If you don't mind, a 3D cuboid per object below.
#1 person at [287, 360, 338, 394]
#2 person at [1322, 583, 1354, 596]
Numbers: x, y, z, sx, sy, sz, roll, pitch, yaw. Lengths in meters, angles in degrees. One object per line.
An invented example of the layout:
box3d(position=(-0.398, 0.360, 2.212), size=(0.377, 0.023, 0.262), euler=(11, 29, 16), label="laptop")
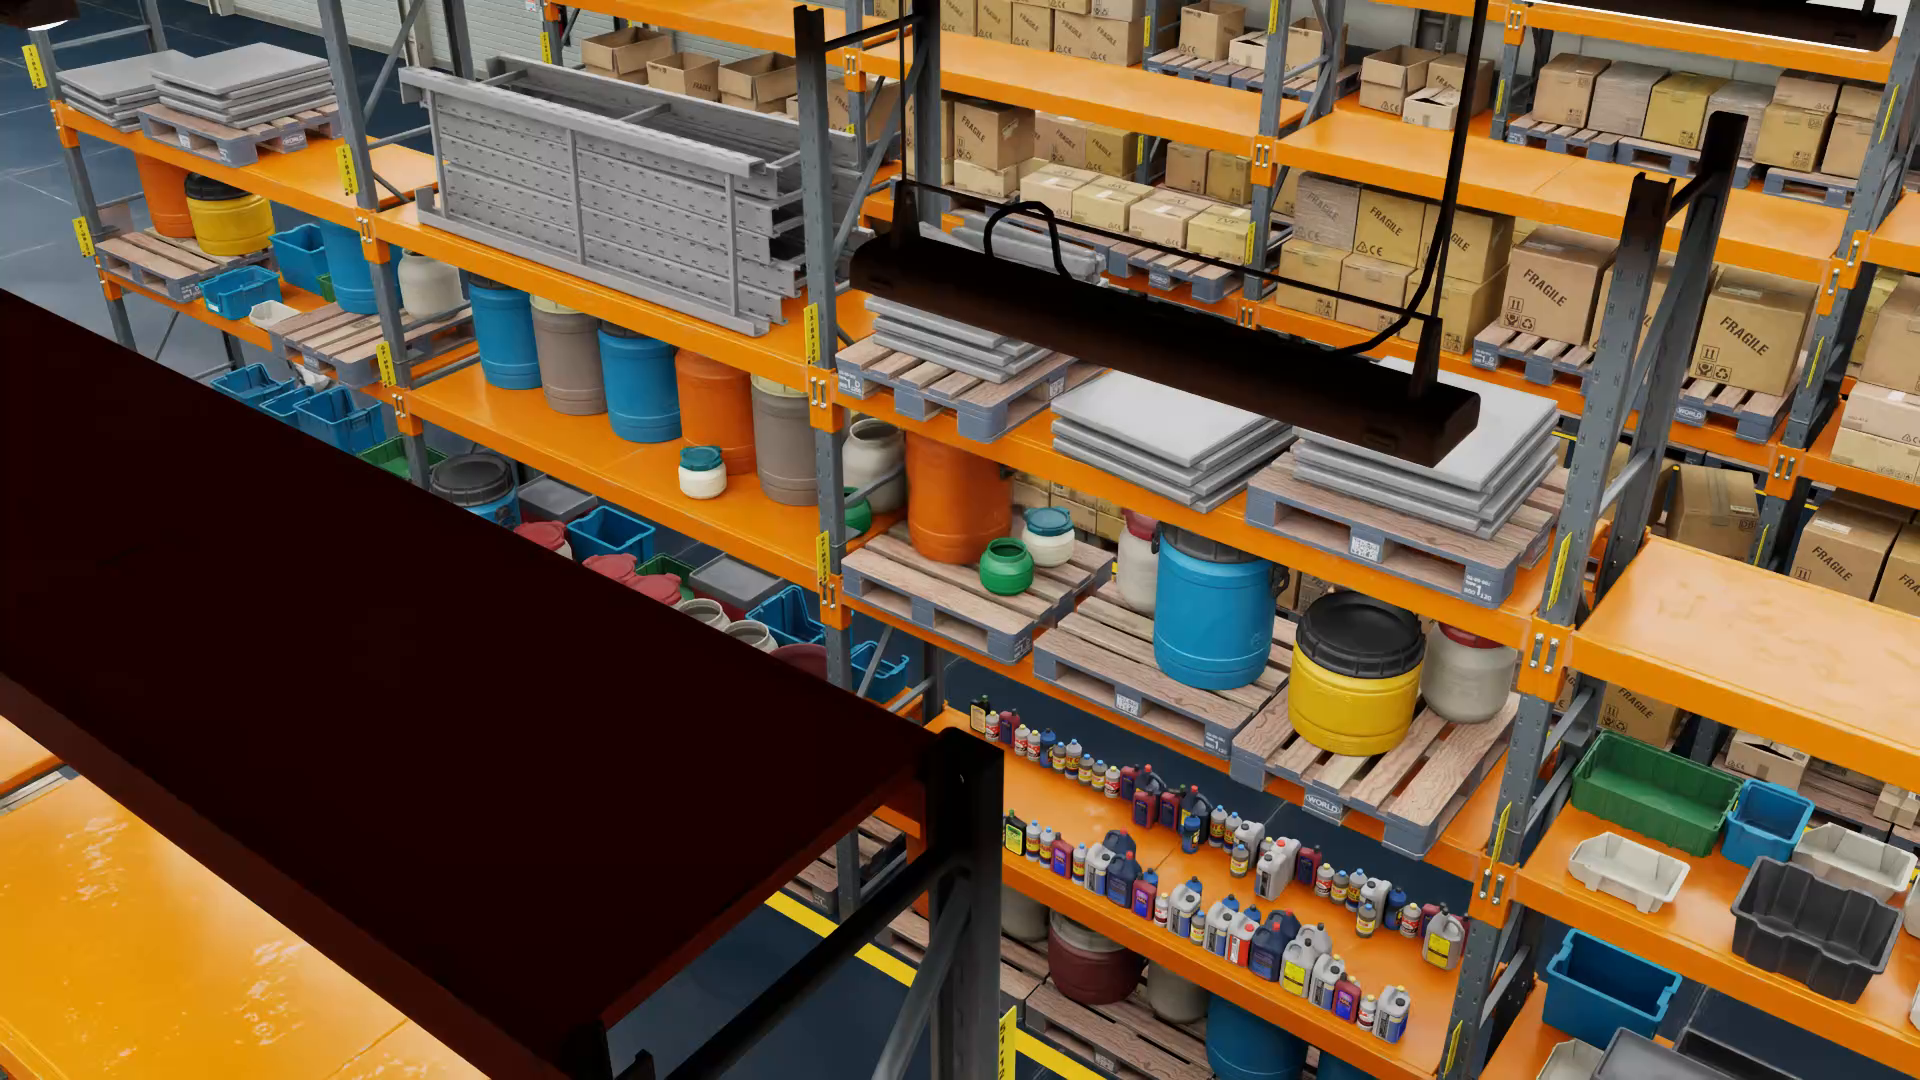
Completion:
box3d(position=(-6.335, -1.592, 16.286), size=(0.910, 1.630, 0.513), euler=(10, 33, 16), label="person")
box3d(position=(2.595, 0.914, 11.807), size=(1.086, 1.531, 0.447), euler=(19, 36, 28), label="person")
